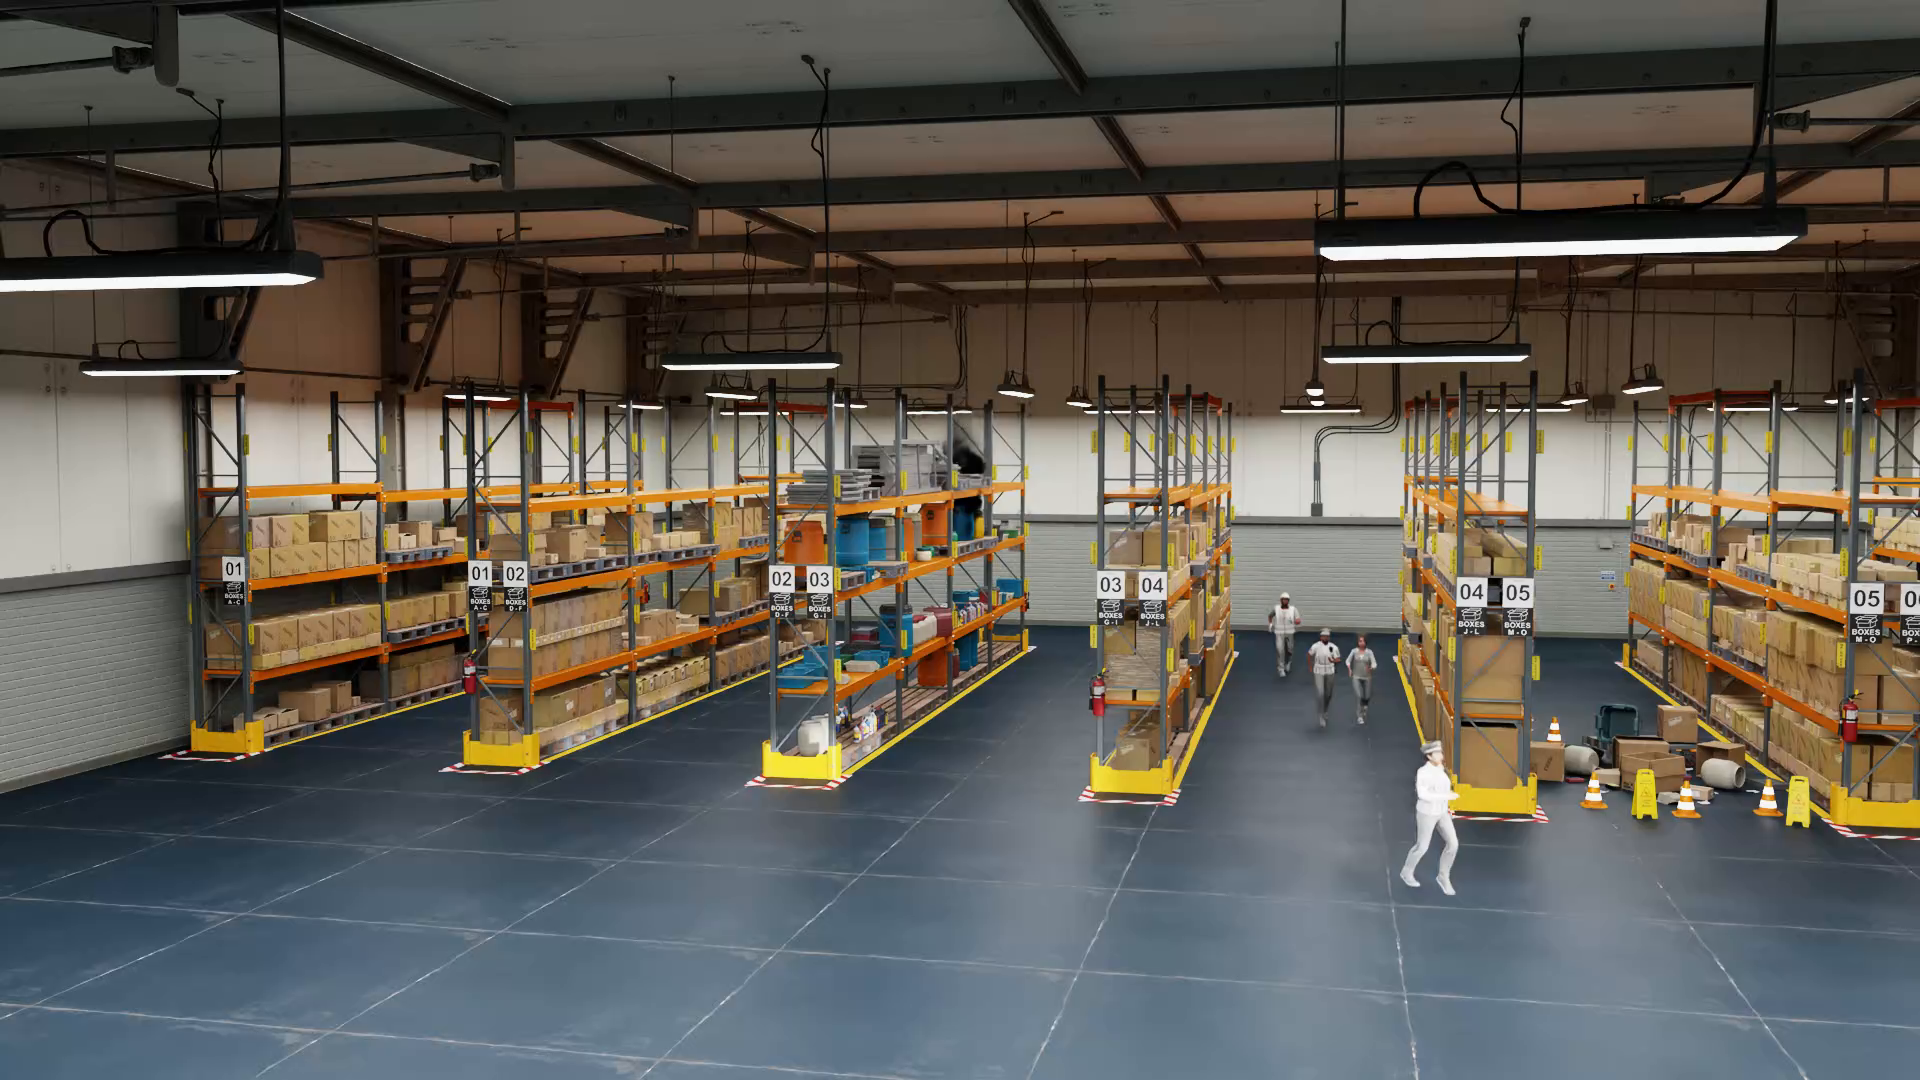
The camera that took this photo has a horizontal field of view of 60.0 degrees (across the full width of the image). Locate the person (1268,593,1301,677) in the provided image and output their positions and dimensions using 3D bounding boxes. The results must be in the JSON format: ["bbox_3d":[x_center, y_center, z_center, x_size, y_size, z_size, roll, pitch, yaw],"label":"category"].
[{"bbox_3d":[7.016,2.029,35.969,0.676,1.764,1.003,0,3,8],"label":"person"}]

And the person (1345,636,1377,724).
[{"bbox_3d":[7.240,2.502,30.036,0.546,1.559,0.733,1,3,11],"label":"person"}]

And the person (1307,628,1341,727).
[{"bbox_3d":[6.546,2.435,29.875,0.559,1.721,0.851,0,3,2],"label":"person"}]

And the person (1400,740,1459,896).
[{"bbox_3d":[5.267,3.096,18.565,0.632,1.755,0.737,-3,4,-38],"label":"person"}]
